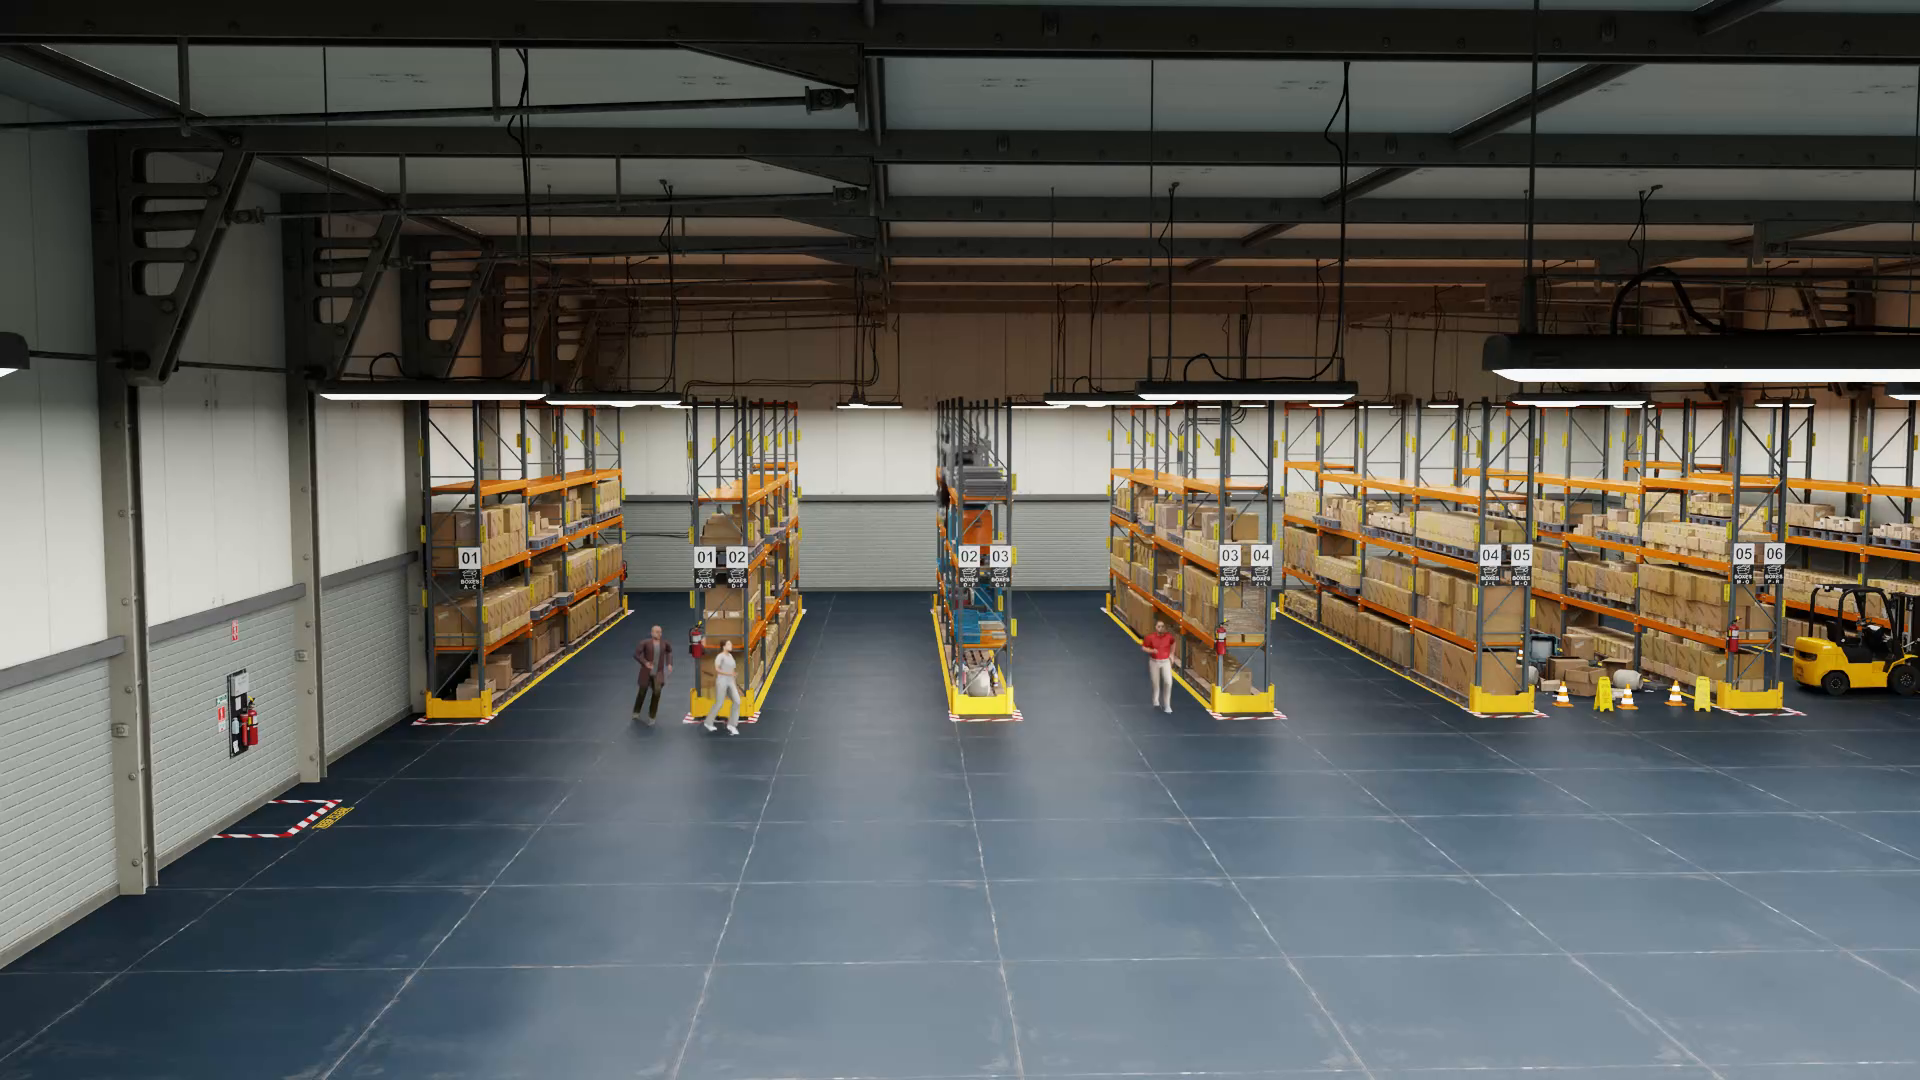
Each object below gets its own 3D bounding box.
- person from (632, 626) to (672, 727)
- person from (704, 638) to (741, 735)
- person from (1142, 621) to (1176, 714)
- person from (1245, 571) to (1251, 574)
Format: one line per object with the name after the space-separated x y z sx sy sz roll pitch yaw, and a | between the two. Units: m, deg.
-5.635 2.484 30.611 0.768 1.825 0.801 -2 5 -24 | person
-4.174 2.604 29.634 0.785 1.662 0.581 3 5 32 | person
3.818 2.421 31.895 0.672 1.779 0.833 0 4 0 | person
8.008 1.370 46.047 0.605 1.604 0.523 1 4 8 | person
